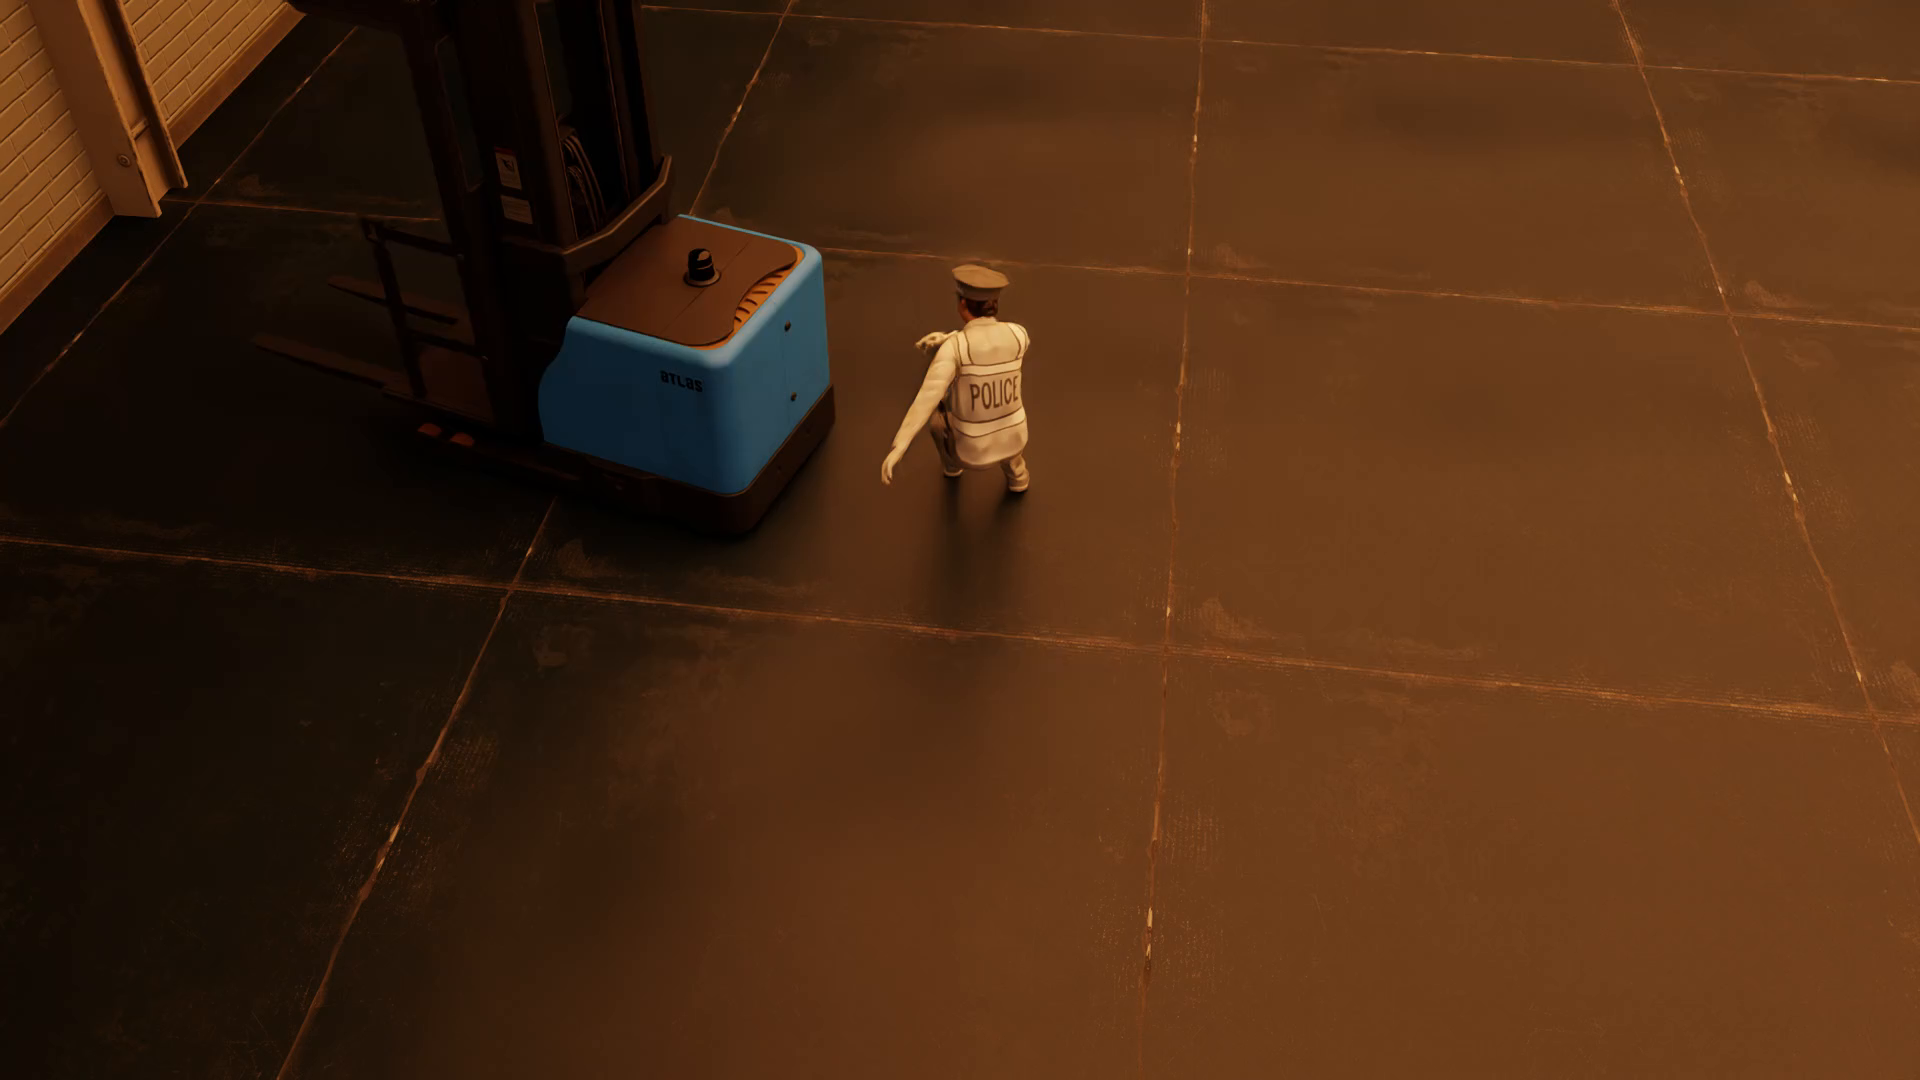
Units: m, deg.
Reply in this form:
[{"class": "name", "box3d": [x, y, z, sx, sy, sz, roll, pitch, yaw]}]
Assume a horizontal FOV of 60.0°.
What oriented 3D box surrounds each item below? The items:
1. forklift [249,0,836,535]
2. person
[{"class": "forklift", "box3d": [-2.198, -1.759, 7.639, 3.031, 2.935, 1.130, 16, 45, 17]}, {"class": "person", "box3d": [-0.063, -0.623, 7.601, 0.995, 1.416, 0.900, -17, 45, -18]}]
